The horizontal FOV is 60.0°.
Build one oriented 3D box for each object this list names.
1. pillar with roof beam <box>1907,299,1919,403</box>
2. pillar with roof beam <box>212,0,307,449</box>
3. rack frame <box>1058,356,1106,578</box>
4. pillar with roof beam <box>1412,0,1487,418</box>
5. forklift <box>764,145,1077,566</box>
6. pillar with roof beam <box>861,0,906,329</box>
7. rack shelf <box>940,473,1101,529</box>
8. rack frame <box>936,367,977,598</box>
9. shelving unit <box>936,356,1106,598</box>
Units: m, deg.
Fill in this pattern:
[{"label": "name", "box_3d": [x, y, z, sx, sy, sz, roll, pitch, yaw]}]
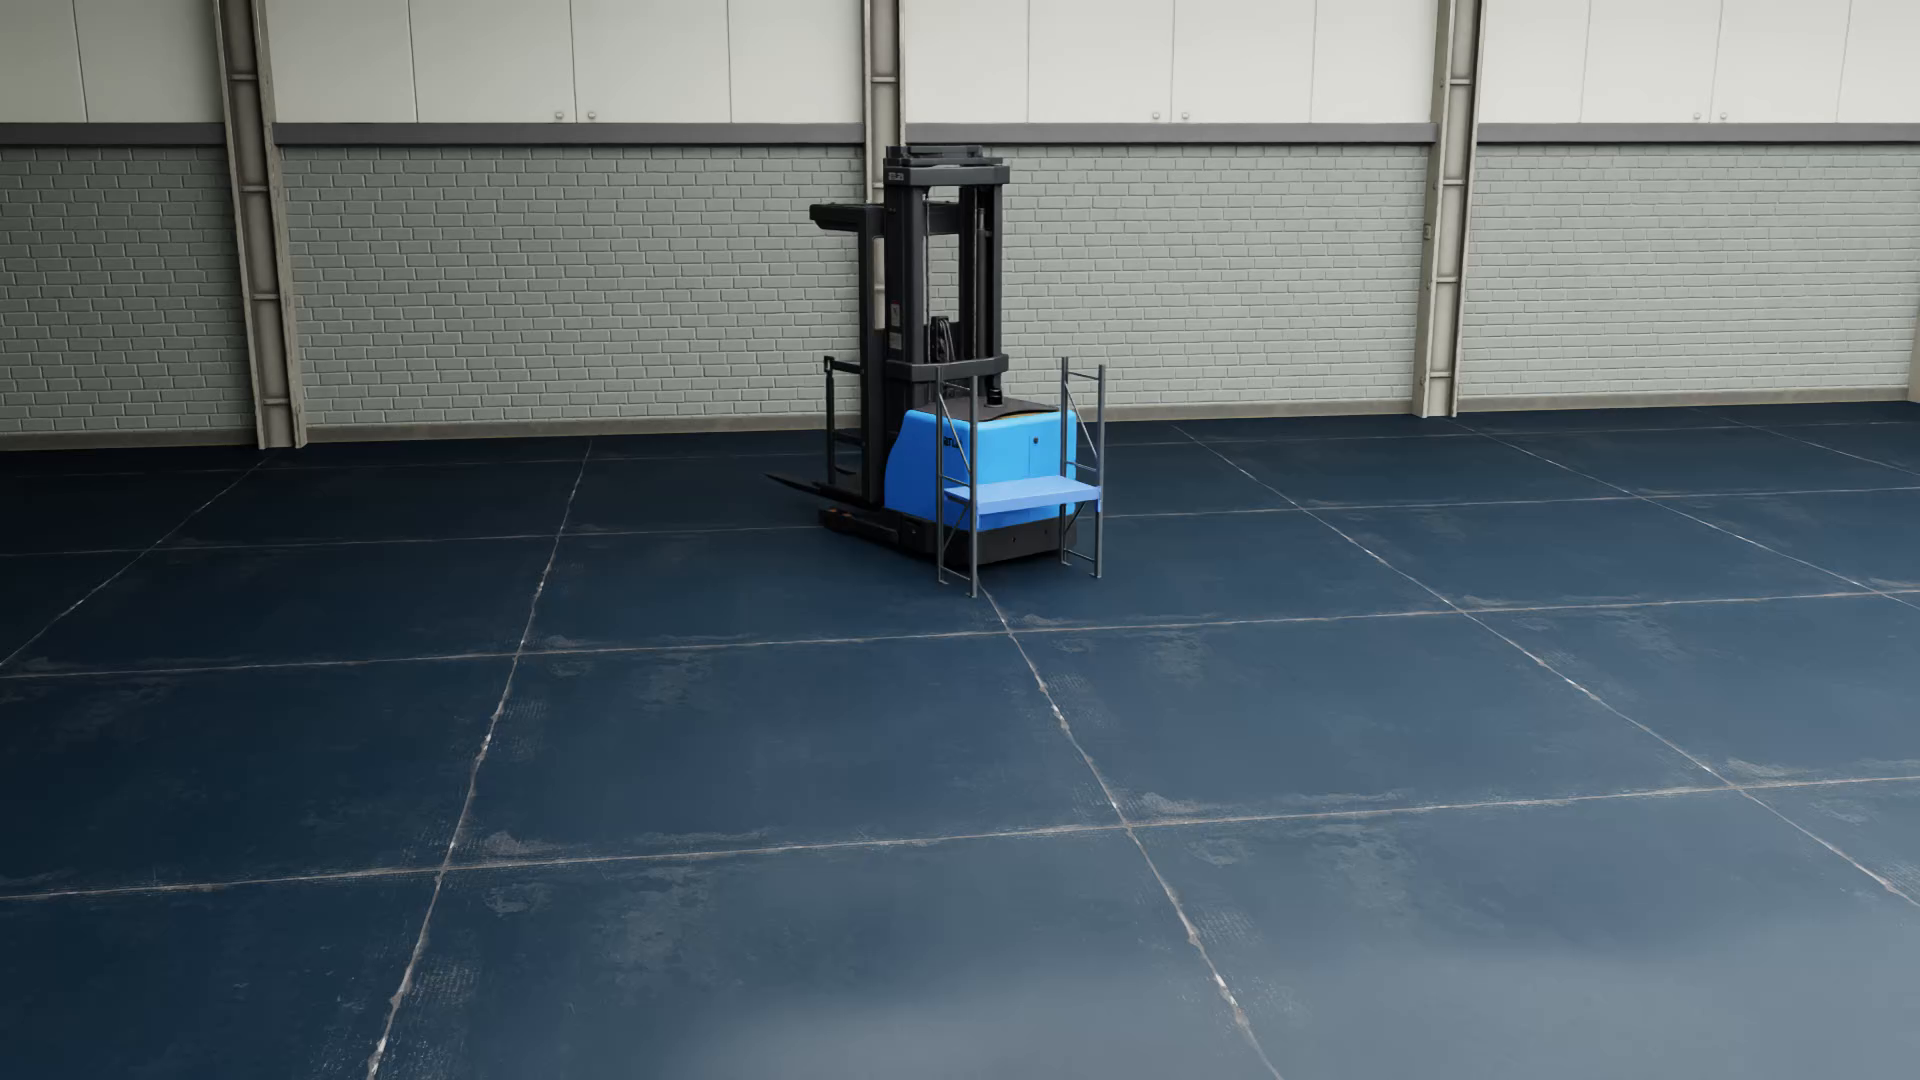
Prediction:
[{"label": "pillar with roof beam", "box_3d": [11.751, -4.914, 13.818, 0.400, 9.000, 9.100, -2, 14, -8]}, {"label": "pillar with roof beam", "box_3d": [-6.049, -4.262, 11.217, 0.400, 9.000, 9.100, -2, 14, -8]}, {"label": "rack frame", "box_3d": [0.853, -0.514, 11.689, 0.032, 1.500, 0.500, -8, 16, -29]}, {"label": "pillar with roof beam", "box_3d": [5.817, -4.697, 12.951, 0.400, 9.000, 9.100, -2, 14, -8]}, {"label": "forklift", "box_3d": [-0.449, -1.533, 12.807, 1.130, 2.935, 3.031, -11, 18, -37]}, {"label": "pillar with roof beam", "box_3d": [-0.116, -4.479, 12.084, 0.400, 9.000, 9.100, -2, 14, -8]}, {"label": "rack shelf", "box_3d": [0.414, -0.277, 11.484, 1.000, 0.185, 0.538, -8, 16, -29]}, {"label": "rack frame", "box_3d": [-0.025, -0.390, 11.192, 0.032, 1.500, 0.500, -8, 16, -29]}, {"label": "shelving unit", "box_3d": [0.414, -0.452, 11.441, 1.048, 1.500, 0.538, -8, 16, -29]}]
